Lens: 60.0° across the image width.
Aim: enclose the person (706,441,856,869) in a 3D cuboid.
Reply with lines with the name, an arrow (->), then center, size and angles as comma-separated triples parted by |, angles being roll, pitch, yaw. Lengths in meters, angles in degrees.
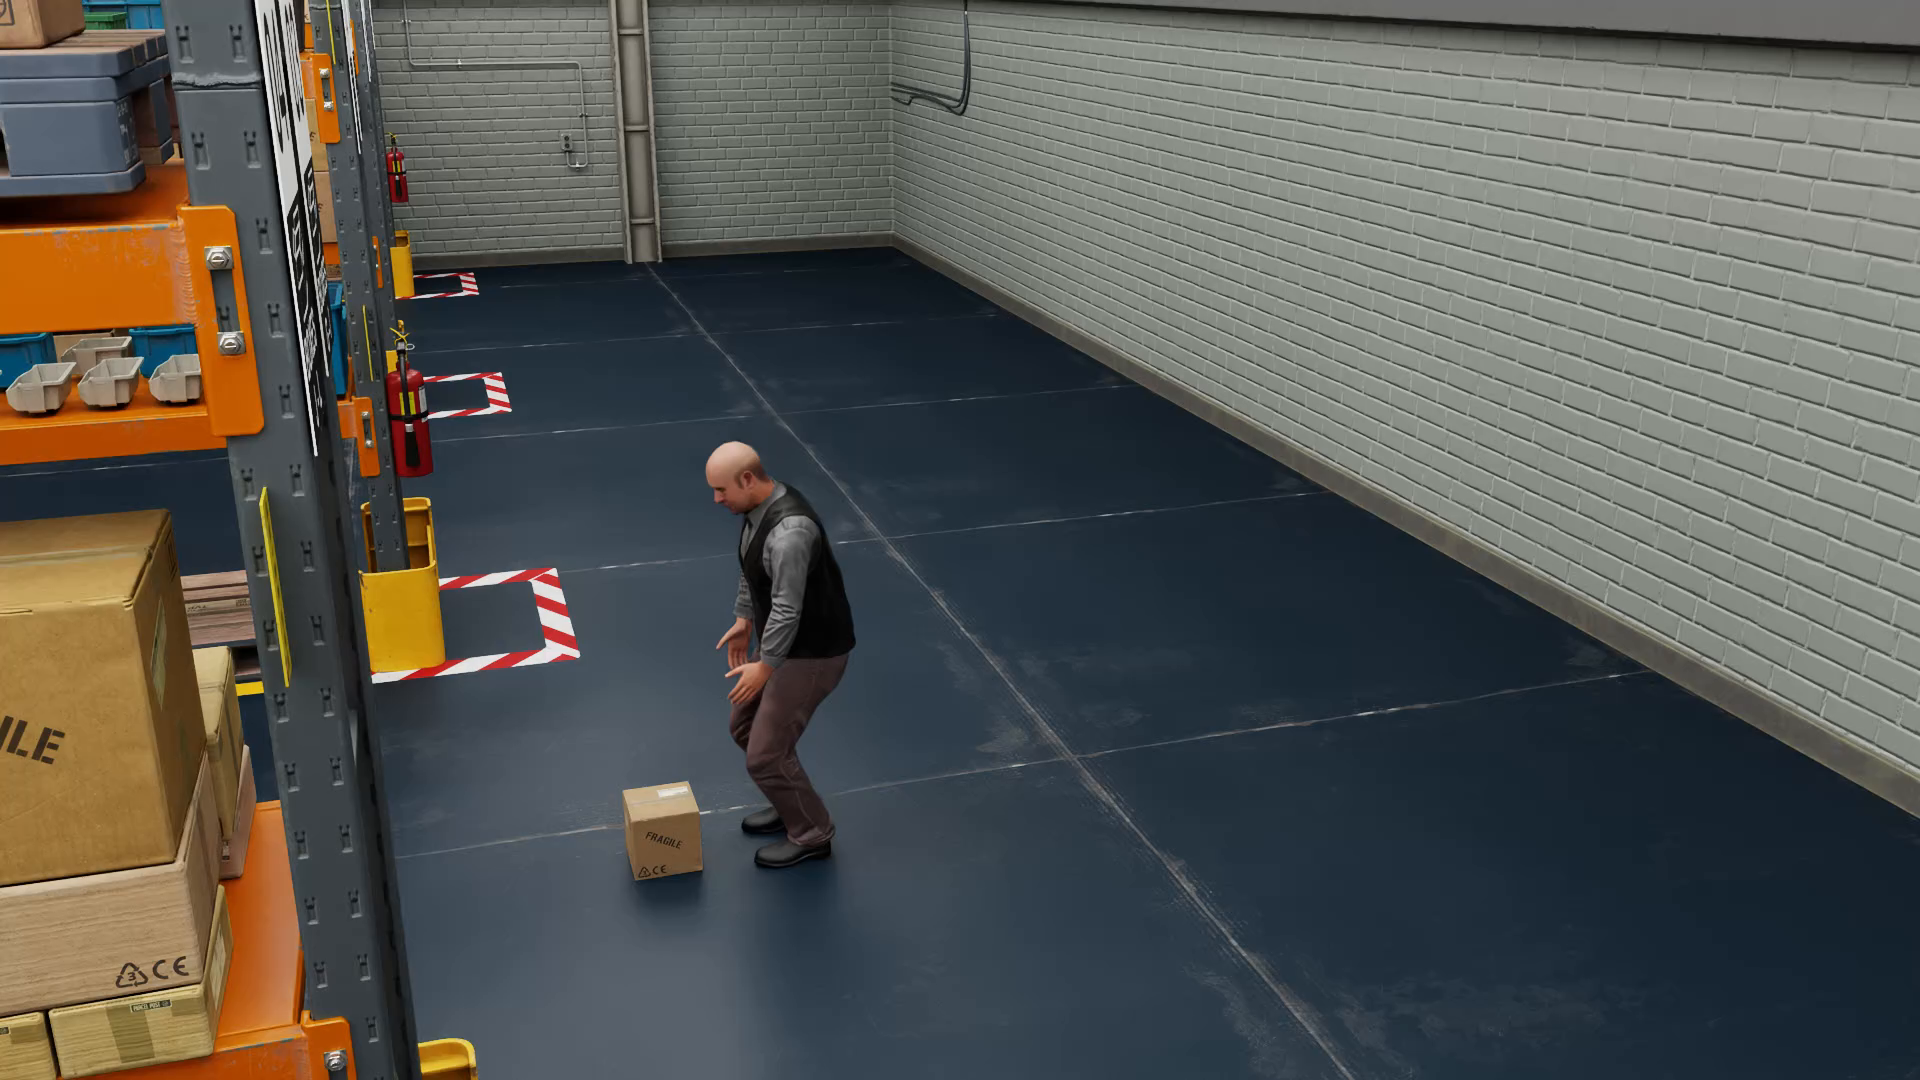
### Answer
person -> -0.644, 0.408, 6.100 | 0.509, 1.617, 0.574 | -6, 20, -16
